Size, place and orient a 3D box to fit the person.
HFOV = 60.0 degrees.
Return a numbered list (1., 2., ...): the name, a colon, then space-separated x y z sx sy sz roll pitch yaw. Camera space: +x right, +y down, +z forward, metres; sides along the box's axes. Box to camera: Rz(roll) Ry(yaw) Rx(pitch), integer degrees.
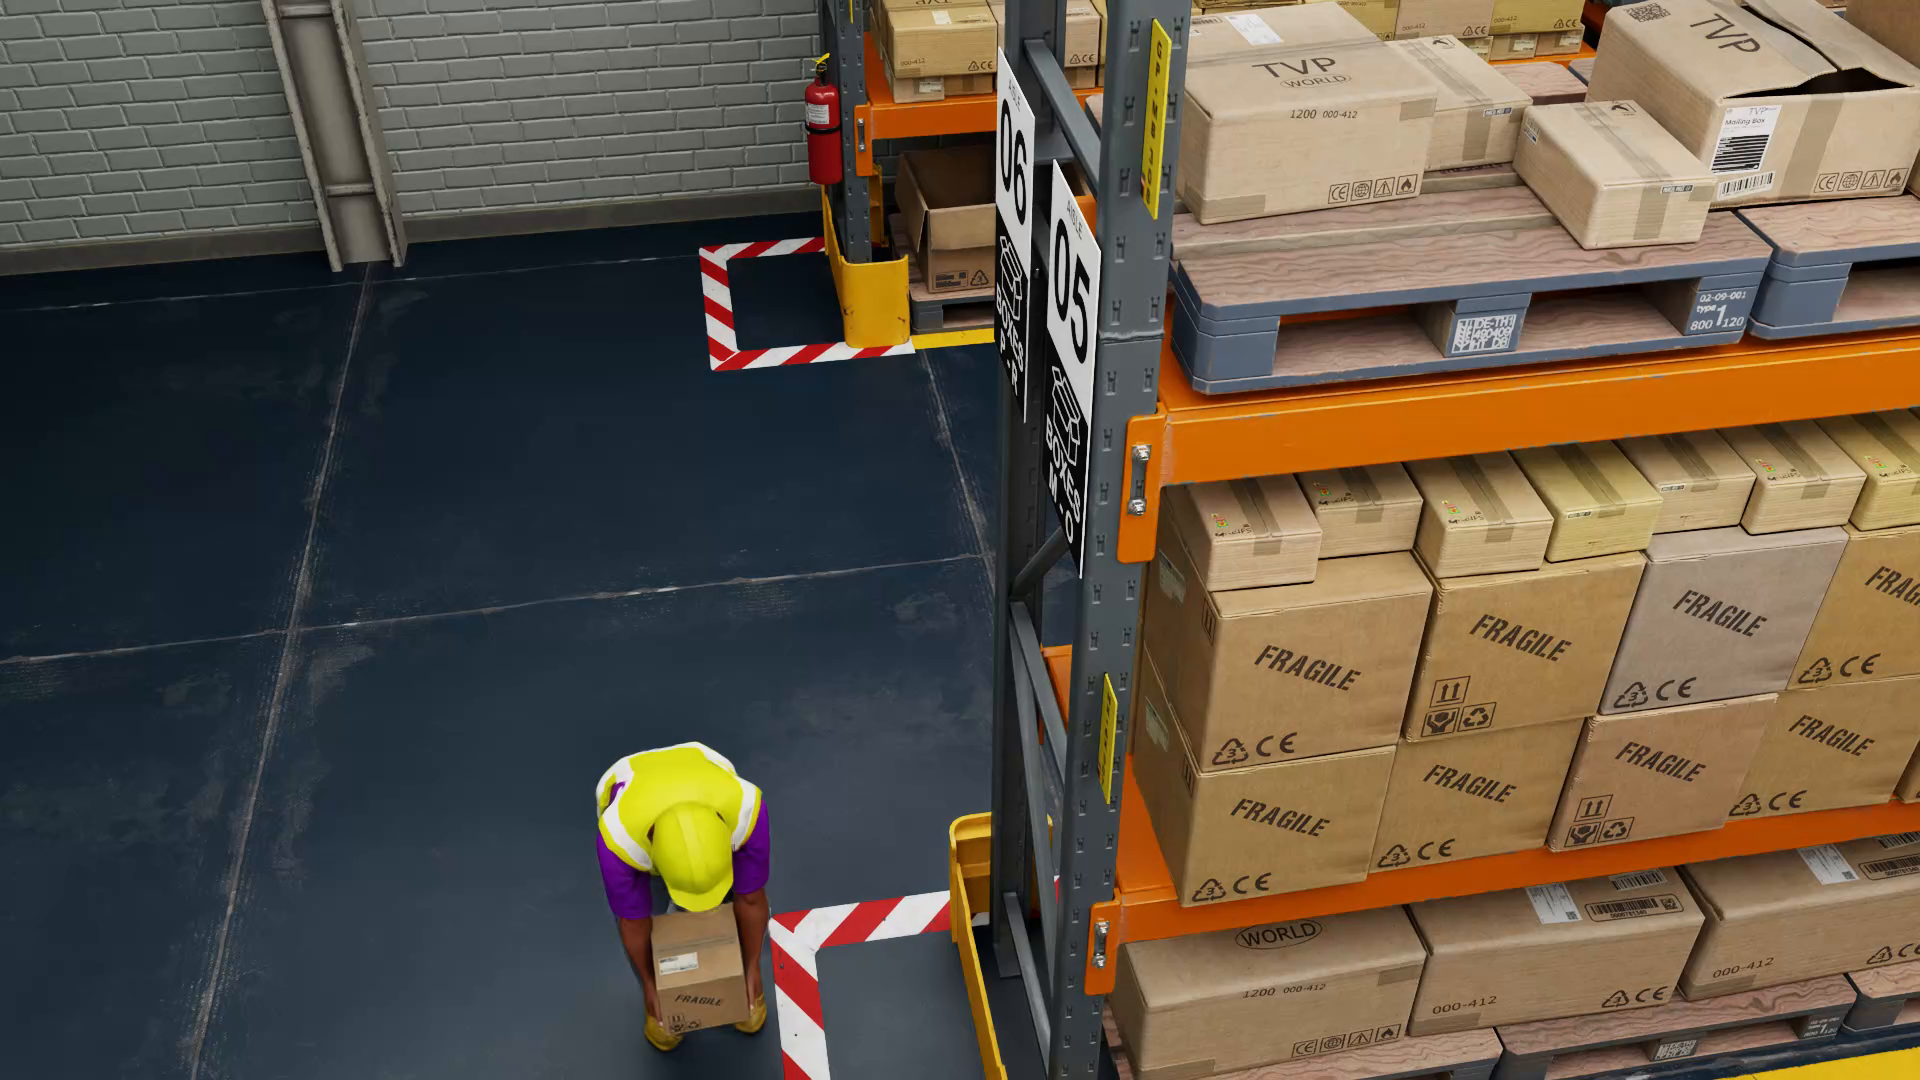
1. person: -0.831 0.915 4.988 0.506 1.755 0.577 -10 40 -12
